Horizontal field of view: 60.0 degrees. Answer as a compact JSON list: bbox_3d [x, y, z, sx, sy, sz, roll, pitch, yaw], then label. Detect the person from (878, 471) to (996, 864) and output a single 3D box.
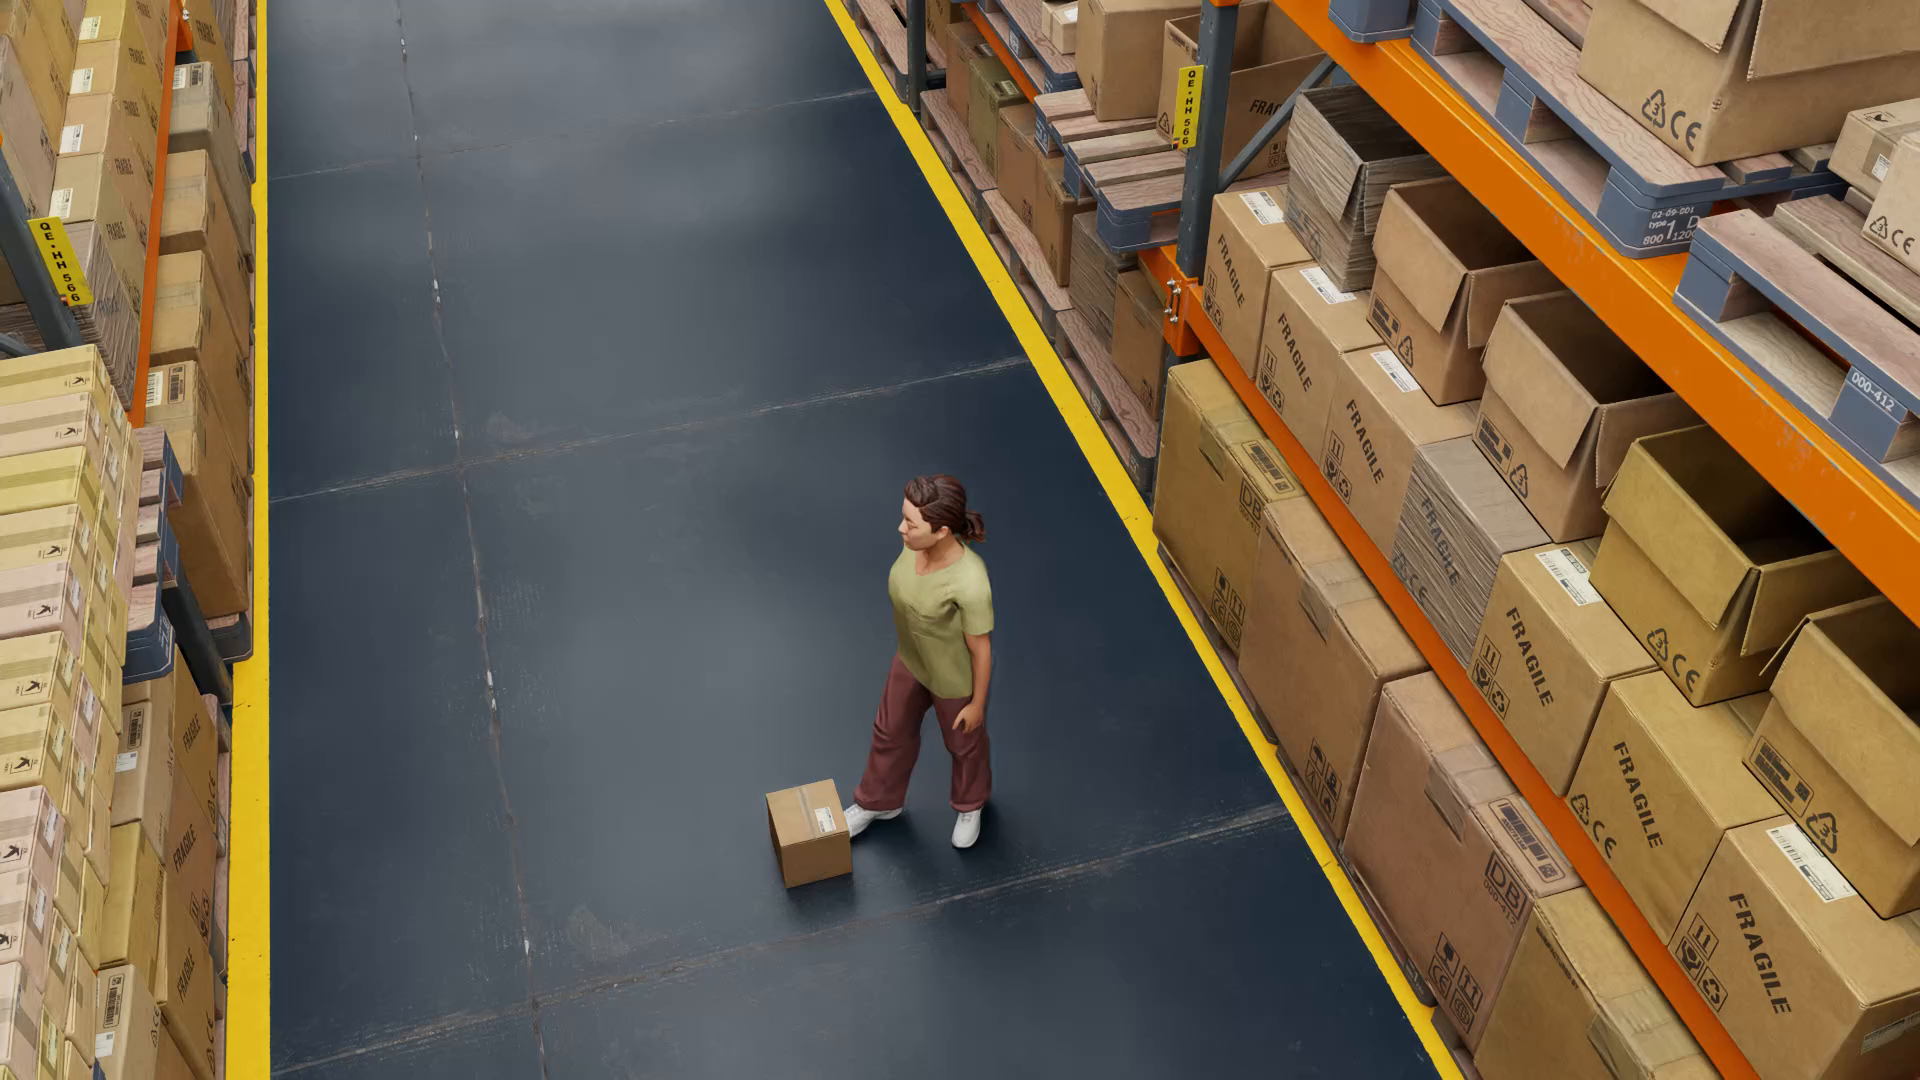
[{"bbox_3d":[-0.077,0.444,5.661,0.412,1.670,0.453,-16,45,-17],"label":"person"}]
